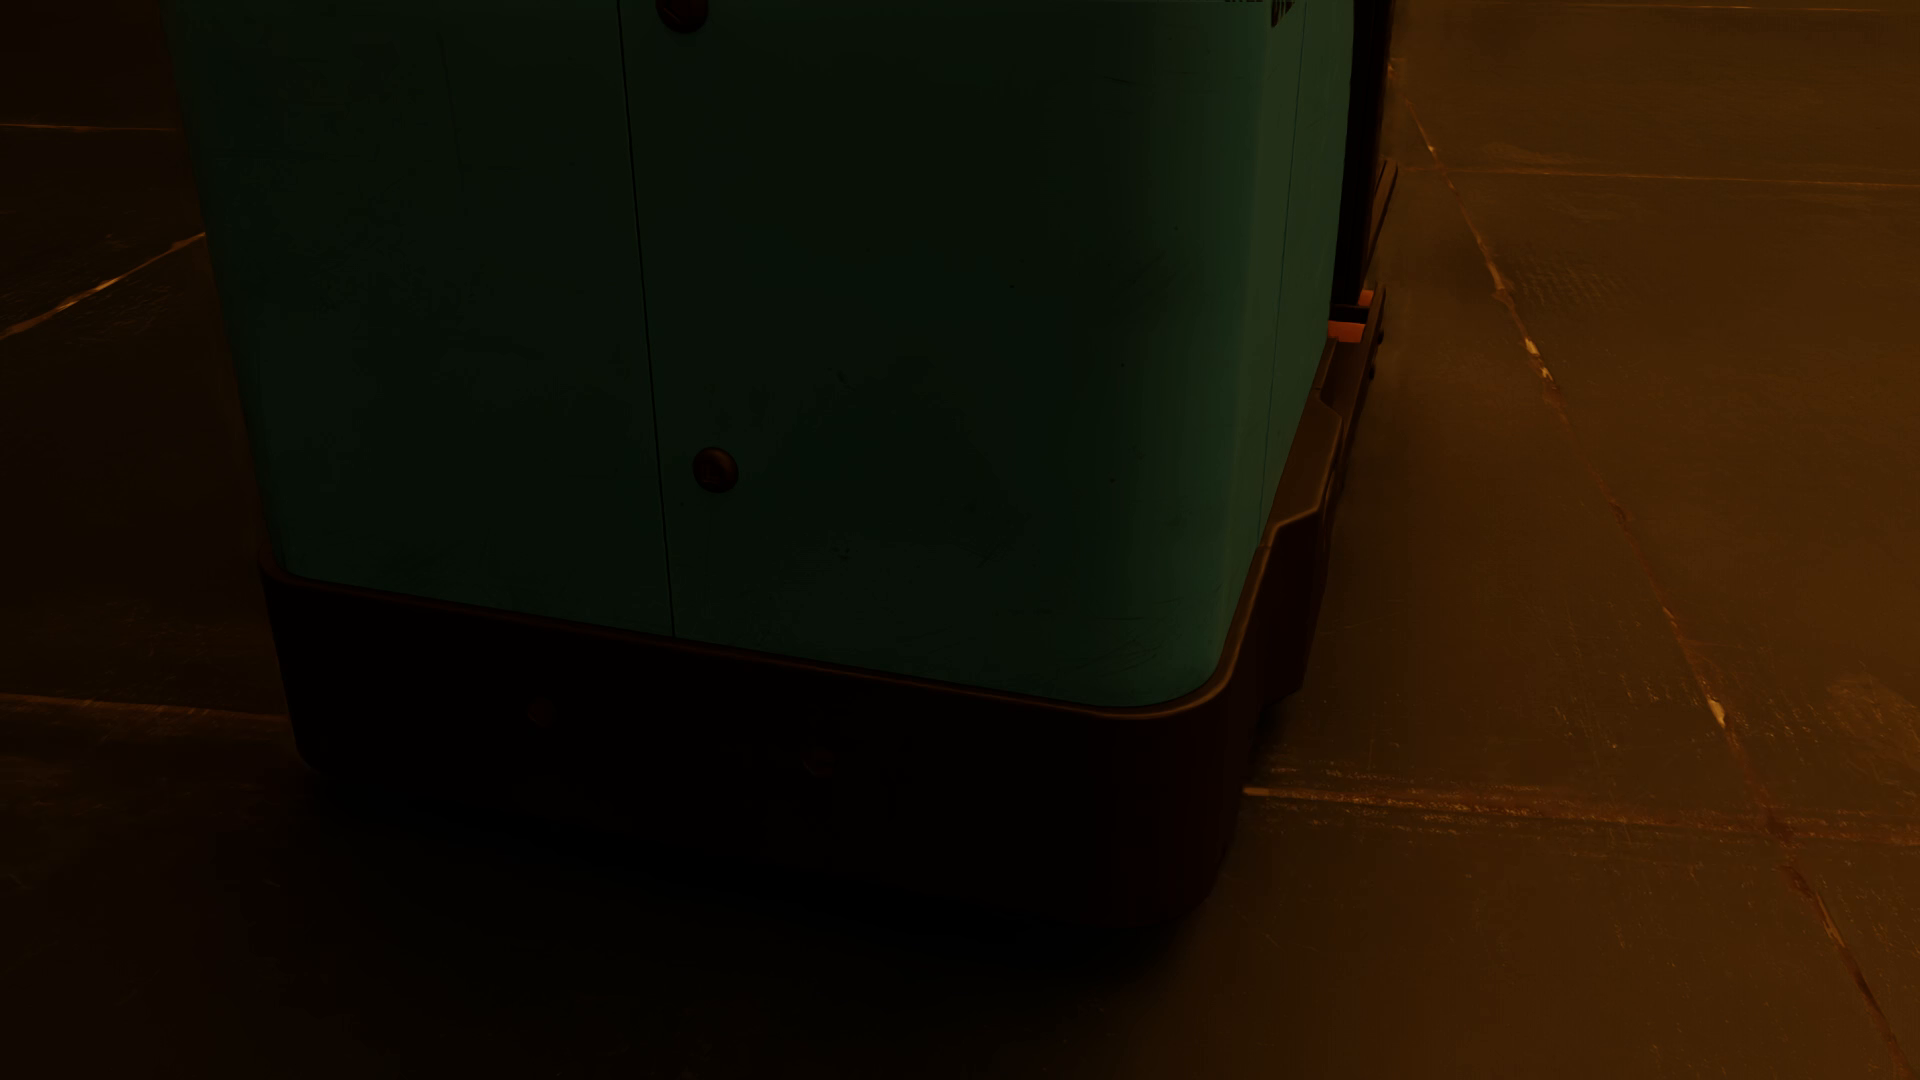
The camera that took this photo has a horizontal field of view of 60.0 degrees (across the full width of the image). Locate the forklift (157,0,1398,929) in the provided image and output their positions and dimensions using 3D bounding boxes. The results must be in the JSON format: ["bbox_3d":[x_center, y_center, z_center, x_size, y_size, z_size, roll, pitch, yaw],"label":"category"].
[{"bbox_3d":[0.168,-1.577,2.379,1.130,2.935,3.031,8,28,15],"label":"forklift"}]
